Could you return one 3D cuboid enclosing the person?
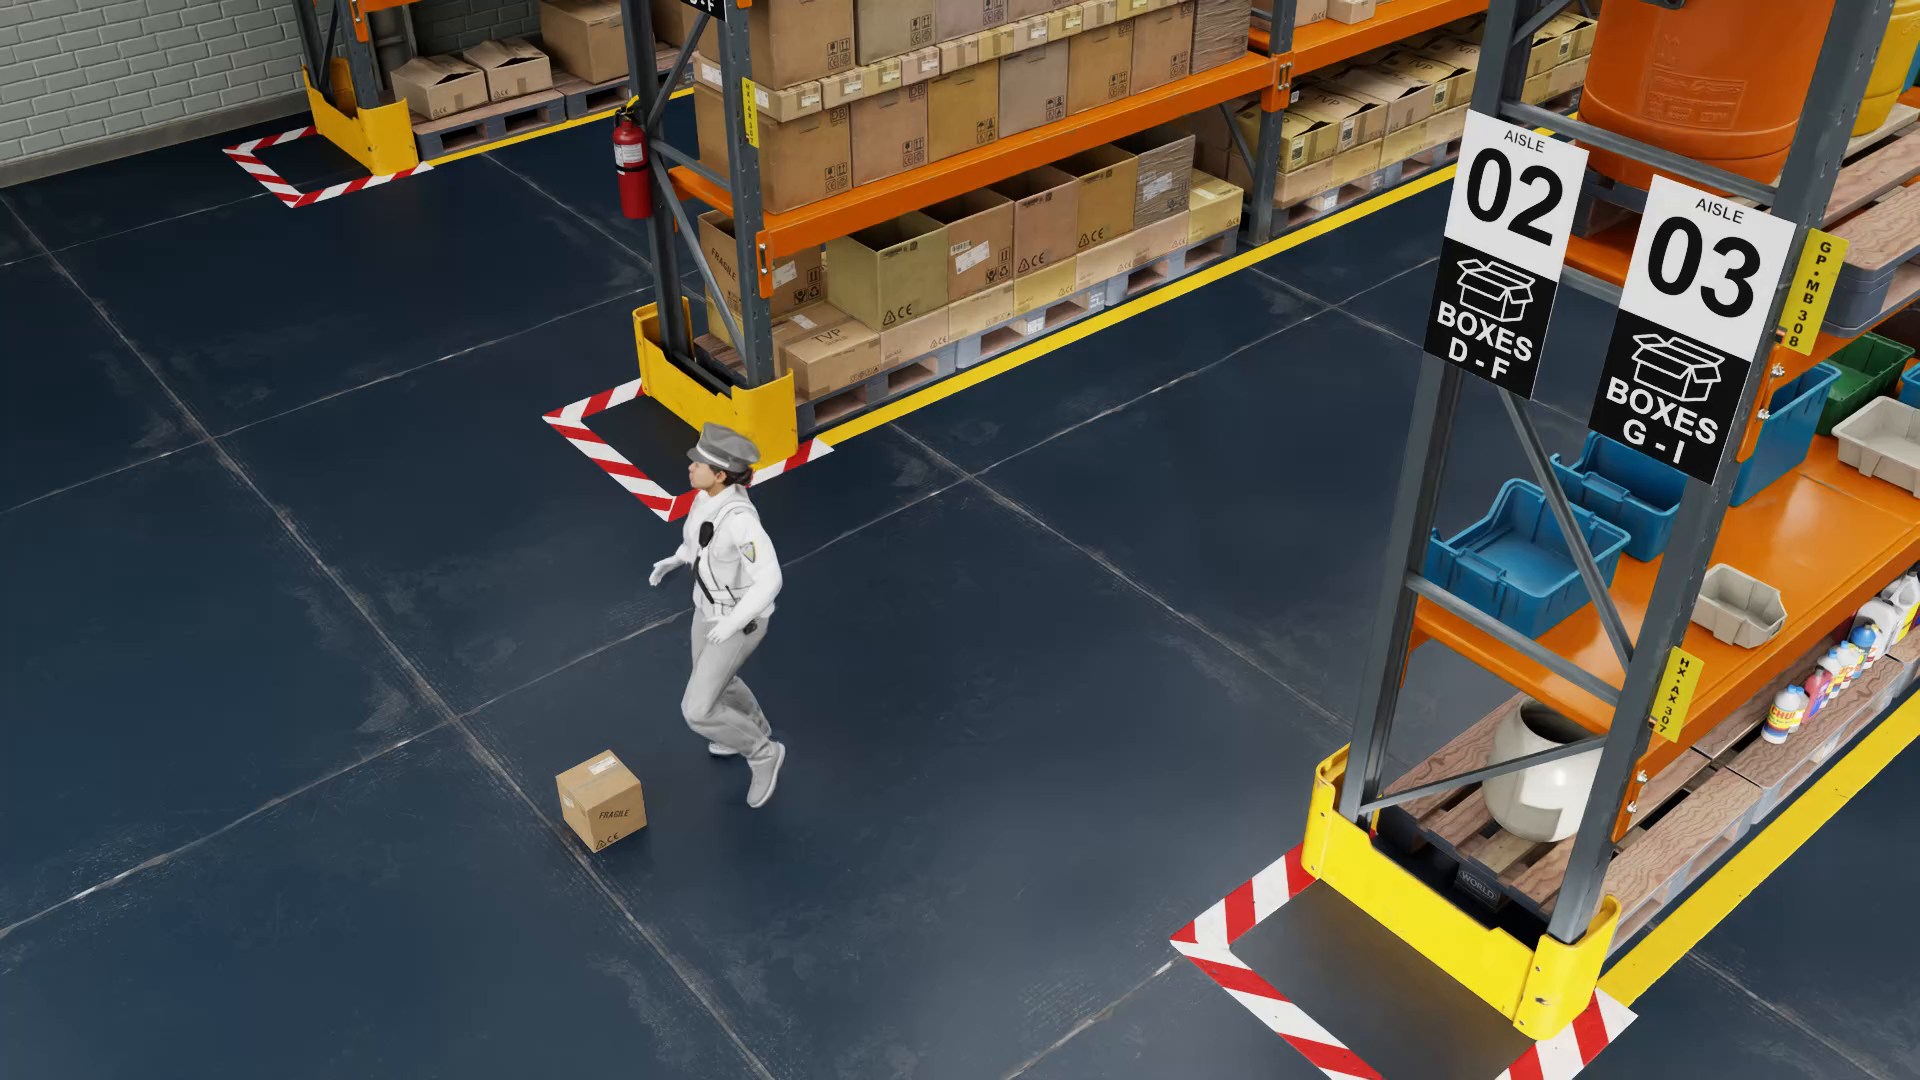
[{"bbox_3d":[-0.976,0.304,6.673,0.520,1.660,0.741,-19,40,-24],"label":"person"}]
